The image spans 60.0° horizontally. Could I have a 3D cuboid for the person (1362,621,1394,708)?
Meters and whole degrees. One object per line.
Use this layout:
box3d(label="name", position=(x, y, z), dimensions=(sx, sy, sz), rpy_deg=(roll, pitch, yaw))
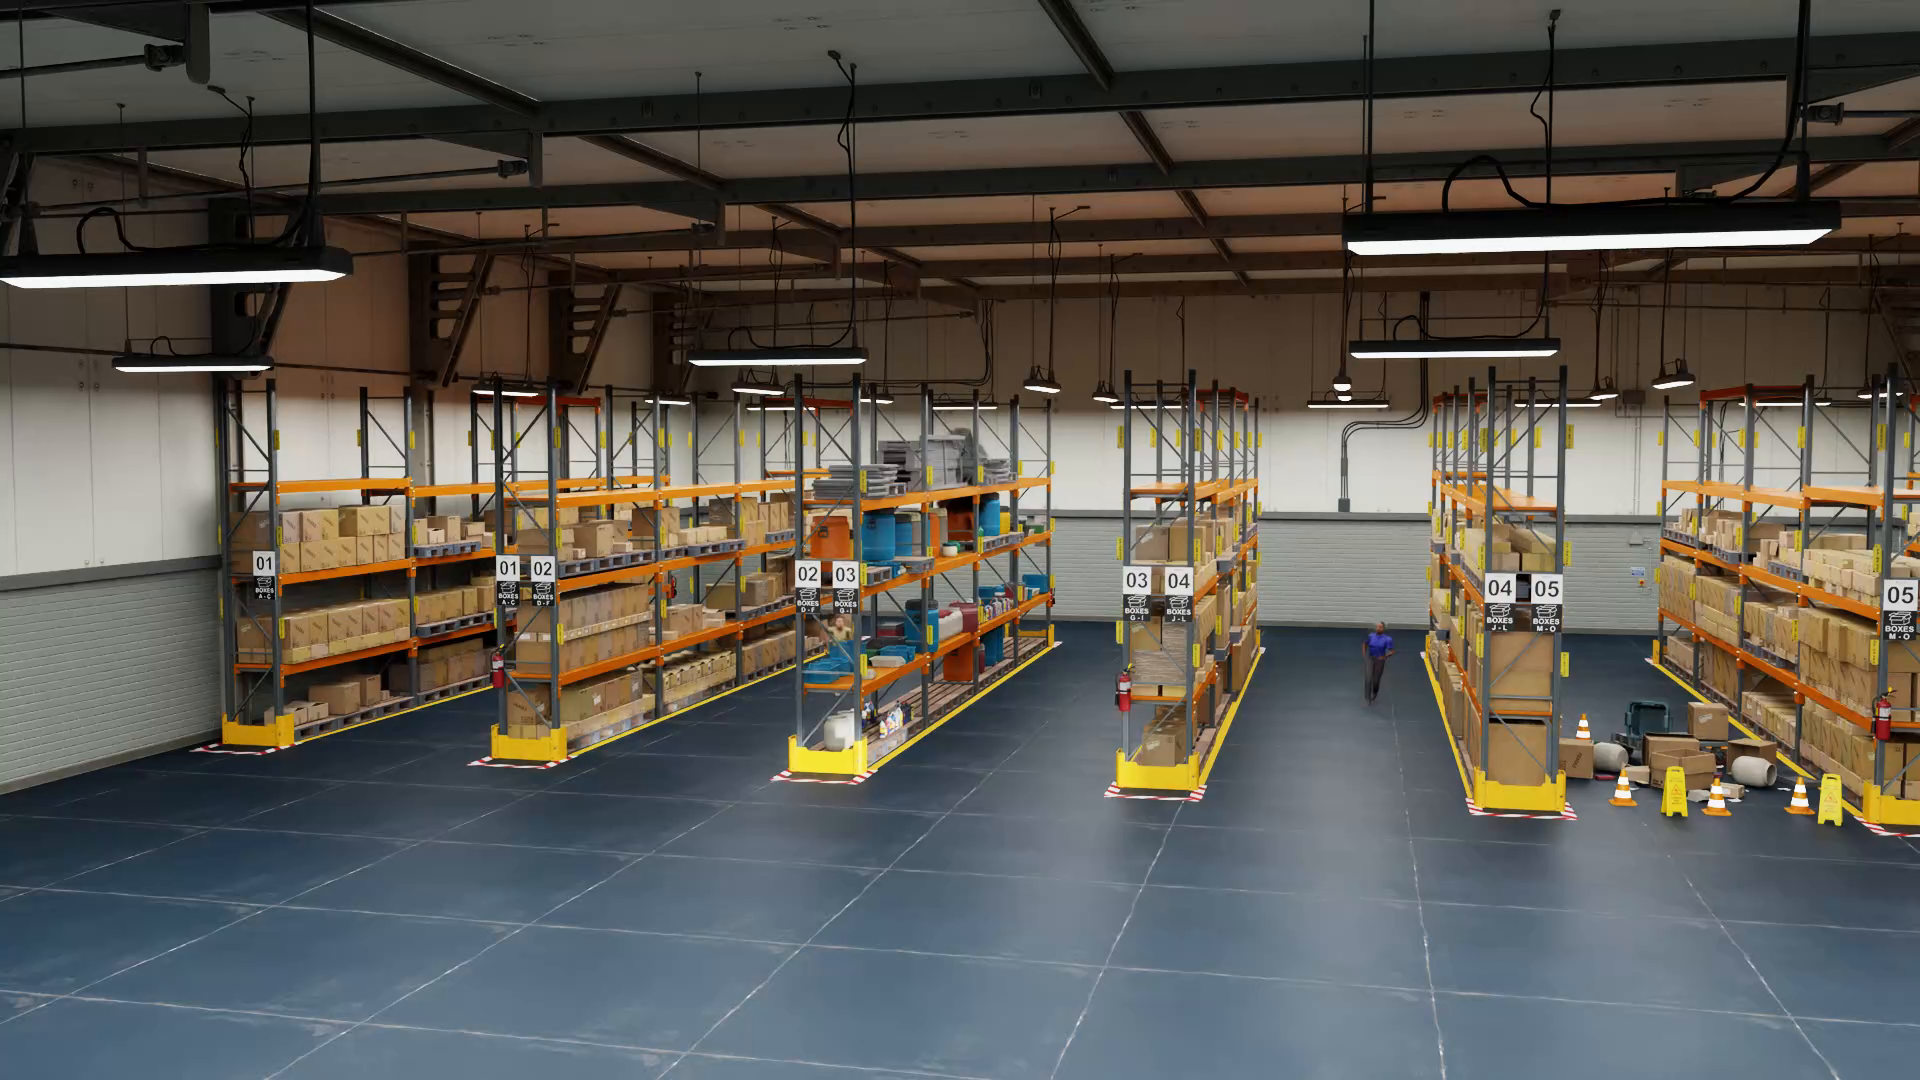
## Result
box3d(label="person", position=(7.878, 2.336, 31.361), dimensions=(0.617, 1.623, 0.697), rpy_deg=(2, 4, 25))

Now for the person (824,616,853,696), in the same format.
box3d(label="person", position=(-2.368, 2.260, 32.493), dimensions=(0.585, 1.598, 0.671), rpy_deg=(0, 3, -3))

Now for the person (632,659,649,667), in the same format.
box3d(label="person", position=(-6.623, 2.098, 34.155), dimensions=(0.689, 1.700, 0.797), rpy_deg=(0, 3, -5))
